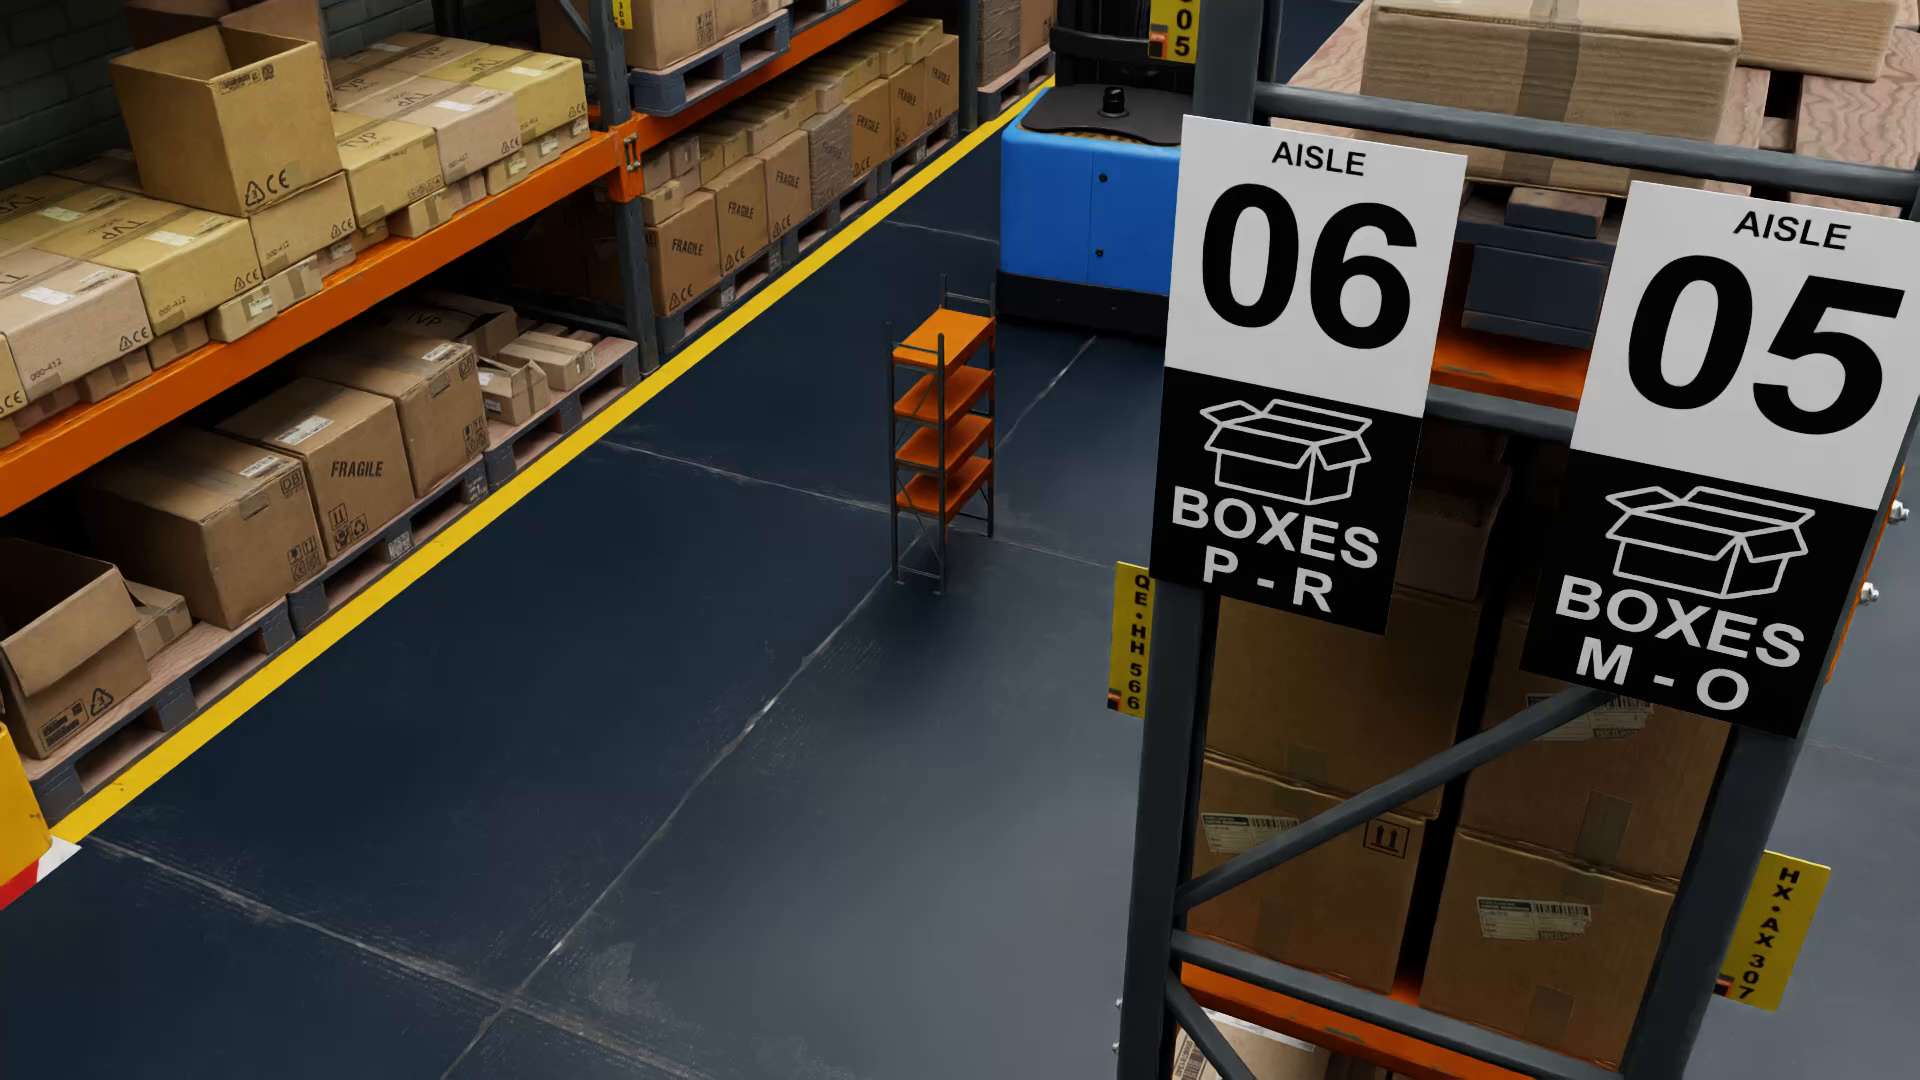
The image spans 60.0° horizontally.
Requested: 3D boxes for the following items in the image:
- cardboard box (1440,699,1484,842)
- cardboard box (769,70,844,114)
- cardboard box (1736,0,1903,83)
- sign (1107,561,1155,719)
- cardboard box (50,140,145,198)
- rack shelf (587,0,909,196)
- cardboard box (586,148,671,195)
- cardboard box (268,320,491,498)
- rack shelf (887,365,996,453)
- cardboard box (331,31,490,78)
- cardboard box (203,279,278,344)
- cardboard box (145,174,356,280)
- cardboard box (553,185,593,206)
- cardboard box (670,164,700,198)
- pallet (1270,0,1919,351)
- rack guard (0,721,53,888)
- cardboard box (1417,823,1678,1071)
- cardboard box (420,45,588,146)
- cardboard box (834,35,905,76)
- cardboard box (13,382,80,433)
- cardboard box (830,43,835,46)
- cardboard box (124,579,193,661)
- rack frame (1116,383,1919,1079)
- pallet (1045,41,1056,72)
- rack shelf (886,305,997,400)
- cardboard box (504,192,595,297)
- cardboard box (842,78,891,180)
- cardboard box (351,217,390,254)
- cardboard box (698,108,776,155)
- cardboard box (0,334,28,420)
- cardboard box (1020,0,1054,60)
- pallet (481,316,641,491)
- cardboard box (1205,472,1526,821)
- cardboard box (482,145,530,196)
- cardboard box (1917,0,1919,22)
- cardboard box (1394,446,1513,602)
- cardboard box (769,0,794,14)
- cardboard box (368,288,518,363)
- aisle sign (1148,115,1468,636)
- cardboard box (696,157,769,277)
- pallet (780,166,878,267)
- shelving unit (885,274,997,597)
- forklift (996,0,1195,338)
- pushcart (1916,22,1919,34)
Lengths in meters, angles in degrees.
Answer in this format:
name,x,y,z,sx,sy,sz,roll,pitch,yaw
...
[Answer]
name,x,y,z,sx,sy,sz,roll,pitch,yaw
cardboard box,0.990,0.310,3.950,0.500,0.500,0.500,13,36,19
cardboard box,-0.915,-2.665,9.884,0.380,0.149,0.250,12,35,18
cardboard box,1.469,-0.957,2.993,0.380,0.149,0.250,16,36,22
sign,0.318,0.185,2.961,0.100,0.325,0.005,14,36,20
cardboard box,-3.107,-1.352,6.441,0.500,0.250,0.500,14,36,20
rack shelf,-1.195,-2.925,9.631,1.077,0.370,4.000,14,36,20
cardboard box,-1.695,-1.887,8.426,0.380,0.149,0.250,14,36,20
cardboard box,-2.536,-0.585,7.303,0.700,0.500,0.500,13,35,19
rack shelf,-0.069,-0.550,6.709,0.258,0.148,0.480,14,36,20
cardboard box,-2.484,-2.107,7.593,0.500,0.250,0.500,14,36,20
cardboard box,-2.734,-0.863,6.060,0.380,0.149,0.250,13,35,19
cardboard box,-2.656,-1.227,6.252,0.500,0.250,0.500,13,36,19
cardboard box,-2.140,-1.881,8.688,0.380,0.149,0.250,13,35,19
cardboard box,-1.594,-1.905,8.724,0.380,0.149,0.250,13,35,19
pallet,1.106,-0.690,2.912,1.003,0.211,1.213,14,36,20
rack guard,-3.673,0.770,5.620,1.175,0.500,0.348,14,36,20
cardboard box,1.266,0.684,3.380,0.500,0.500,0.500,14,36,20
cardboard box,-2.023,-1.982,7.402,0.500,0.250,0.500,15,36,22
cardboard box,-0.571,-3.055,10.479,0.380,0.149,0.250,13,35,19
cardboard box,-3.176,-0.509,5.520,0.380,0.149,0.250,14,36,20
cardboard box,-1.026,-3.167,10.649,0.380,0.149,0.250,15,36,21
cardboard box,-3.150,0.293,6.284,0.380,0.149,0.250,13,35,19
rack frame,0.805,0.899,3.143,1.000,3.000,0.127,14,36,20
pallet,0.533,-4.062,13.253,1.003,0.211,1.213,14,36,20
rack shelf,-0.069,-0.748,6.580,0.258,0.148,0.480,14,36,20
cardboard box,-2.095,-1.672,8.962,0.500,0.500,0.500,14,36,20
cardboard box,-0.775,-2.584,10.352,0.500,0.500,0.500,16,36,23
cardboard box,-2.537,-1.277,6.692,0.380,0.149,0.250,15,36,21
cardboard box,-1.256,-2.291,9.313,0.380,0.149,0.250,14,36,20
cardboard box,-3.271,-0.463,5.087,0.500,0.250,0.500,14,36,21
cardboard box,0.181,-4.039,12.457,0.875,0.625,0.625,15,36,22
pallet,-2.320,-0.722,8.158,1.003,0.211,1.213,14,36,20
cardboard box,0.790,0.145,3.291,0.500,0.500,0.500,15,36,22
cardboard box,-2.112,-1.638,7.242,0.380,0.149,0.250,15,36,22
cardboard box,7.509,-4.254,13.280,0.500,0.500,0.500,-15,36,-21
cardboard box,0.773,-0.057,3.006,0.380,0.149,0.250,15,36,21
cardboard box,-1.102,-2.953,8.758,0.396,0.266,0.258,16,36,23
cardboard box,-2.523,-1.006,8.118,0.500,0.311,0.500,15,36,22
aisle sign,0.493,-0.223,2.484,0.394,0.787,0.004,14,36,20
cardboard box,-1.411,-1.817,9.182,0.500,0.500,0.500,14,36,20
pallet,-1.217,-2.087,10.241,1.003,0.211,1.213,14,36,20
shelving unit,-0.069,-0.419,6.795,0.258,1.200,0.503,14,36,20
forklift,1.150,-3.091,9.291,1.130,2.935,3.031,11,35,16
pushcart,7.917,-3.482,12.217,1.648,0.377,0.936,3,33,4
